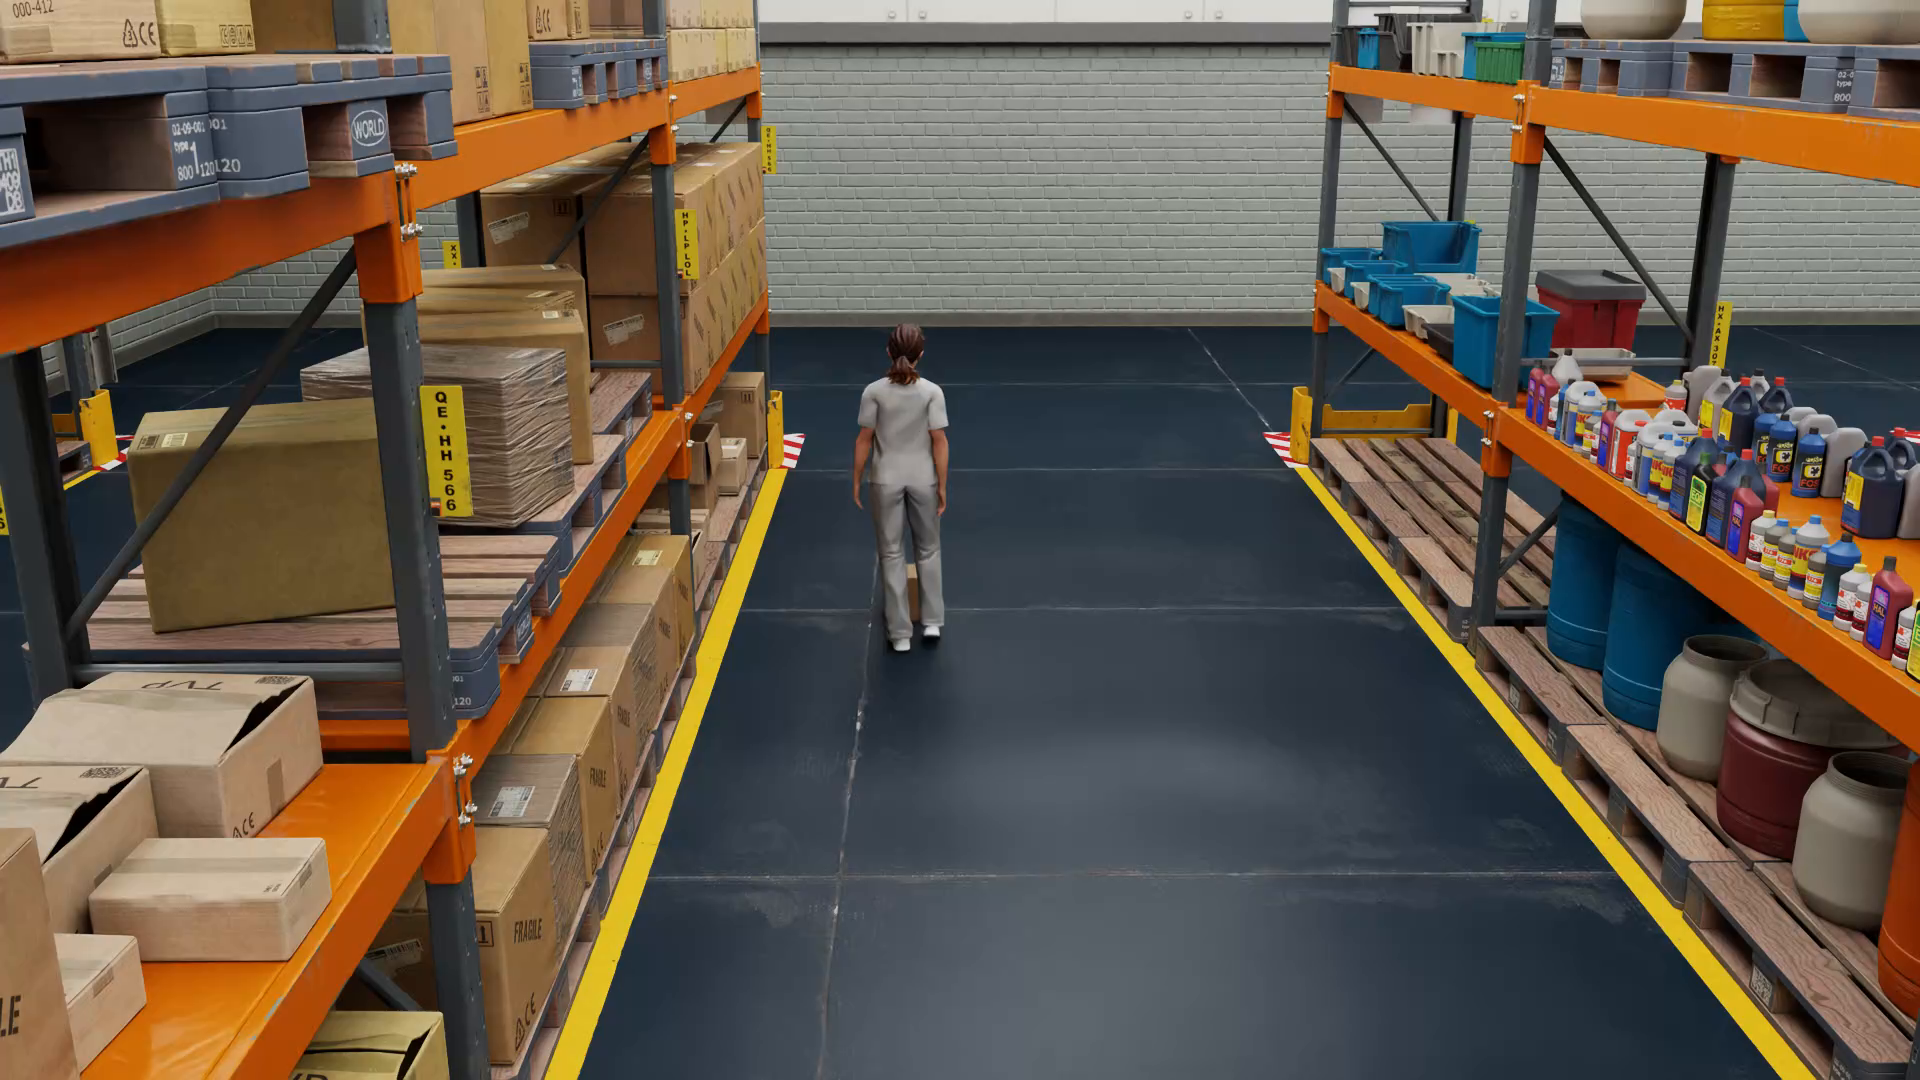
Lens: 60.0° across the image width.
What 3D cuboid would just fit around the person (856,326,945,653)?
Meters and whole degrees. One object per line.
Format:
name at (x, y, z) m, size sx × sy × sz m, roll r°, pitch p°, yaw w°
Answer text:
person at (-0.294, -0.249, 8.363) m, size 0.438 × 1.670 × 0.366 m, roll 0°, pitch 17°, yaw 0°
